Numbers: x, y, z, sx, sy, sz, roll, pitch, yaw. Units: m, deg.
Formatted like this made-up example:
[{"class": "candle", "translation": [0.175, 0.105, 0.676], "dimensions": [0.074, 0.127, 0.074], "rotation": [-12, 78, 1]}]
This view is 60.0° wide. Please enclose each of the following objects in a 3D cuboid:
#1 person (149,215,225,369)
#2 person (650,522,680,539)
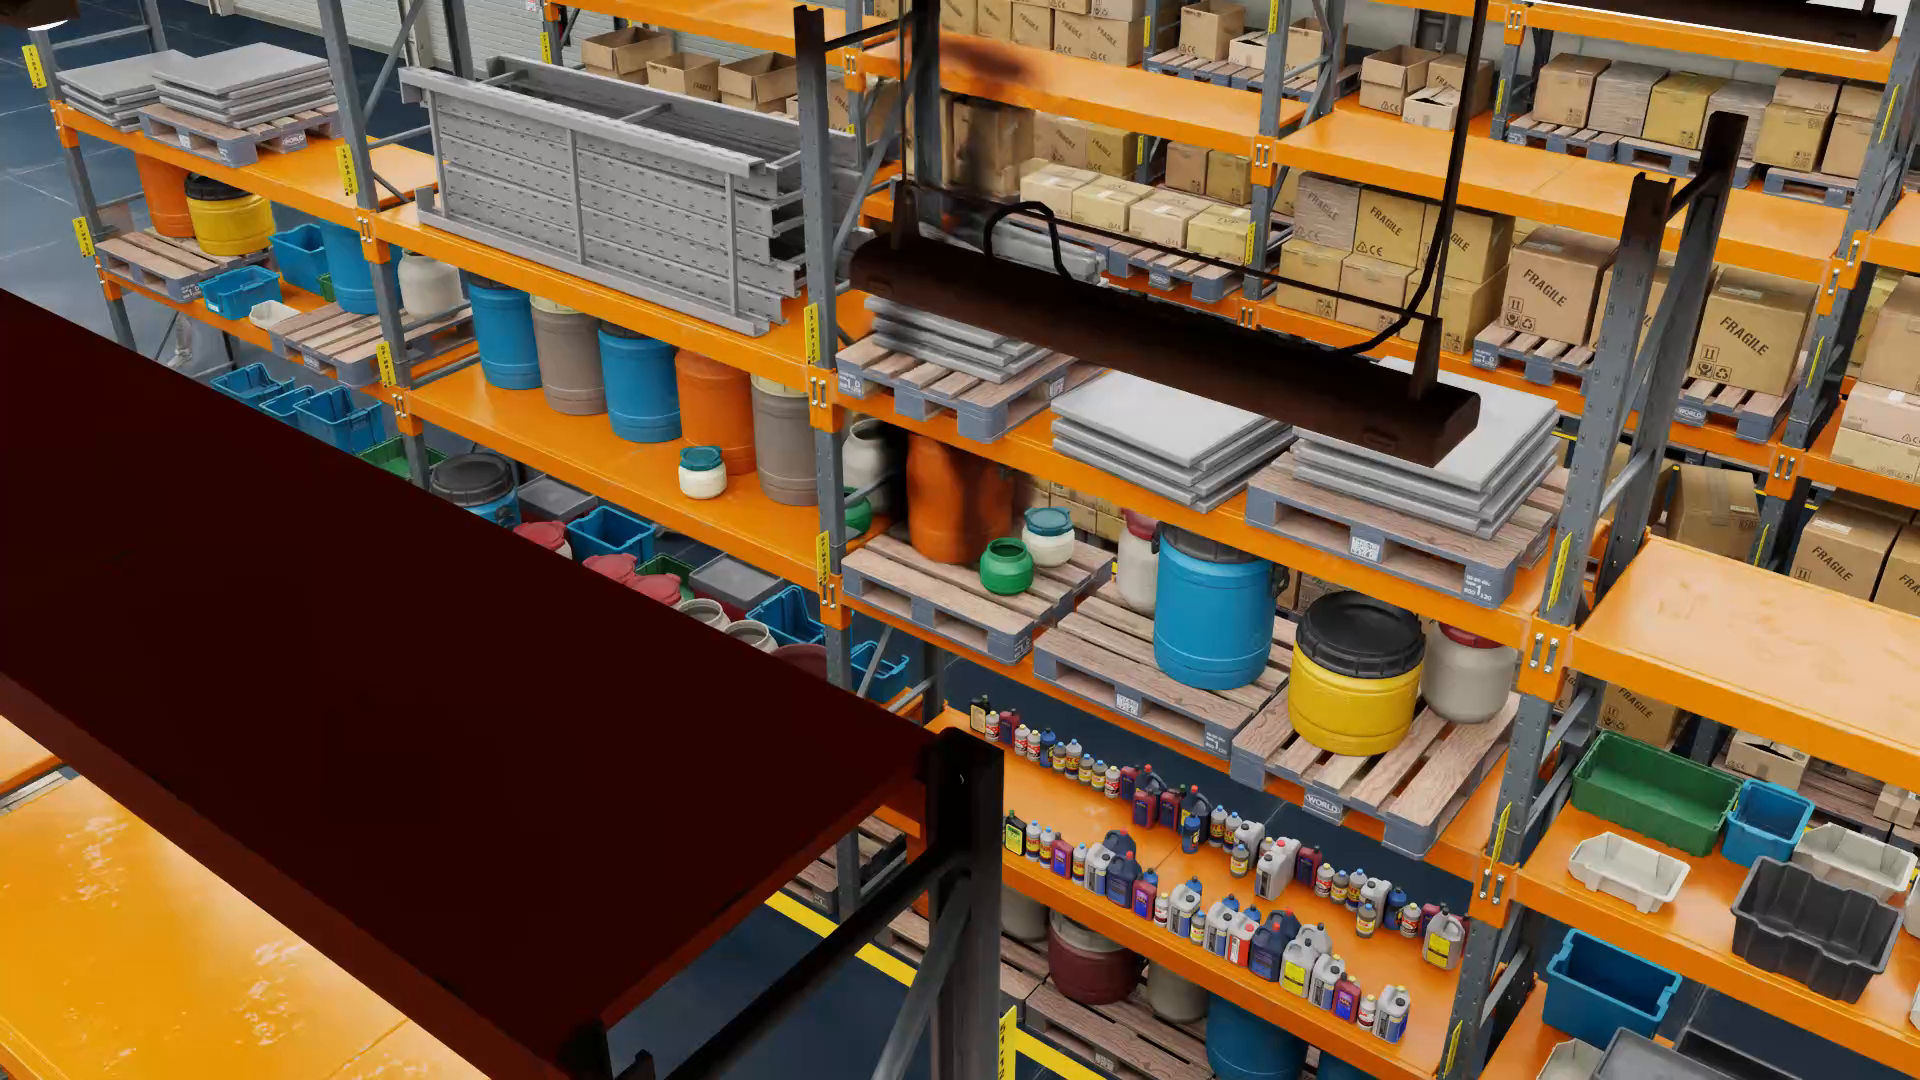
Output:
[{"class": "person", "translation": [-8.407, -2.809, 18.139], "dimensions": [0.907, 1.804, 0.635], "rotation": [-19, 36, -28]}, {"class": "person", "translation": [-2.836, -0.851, 14.994], "dimensions": [0.584, 1.747, 0.660], "rotation": [10, 33, 16]}]
